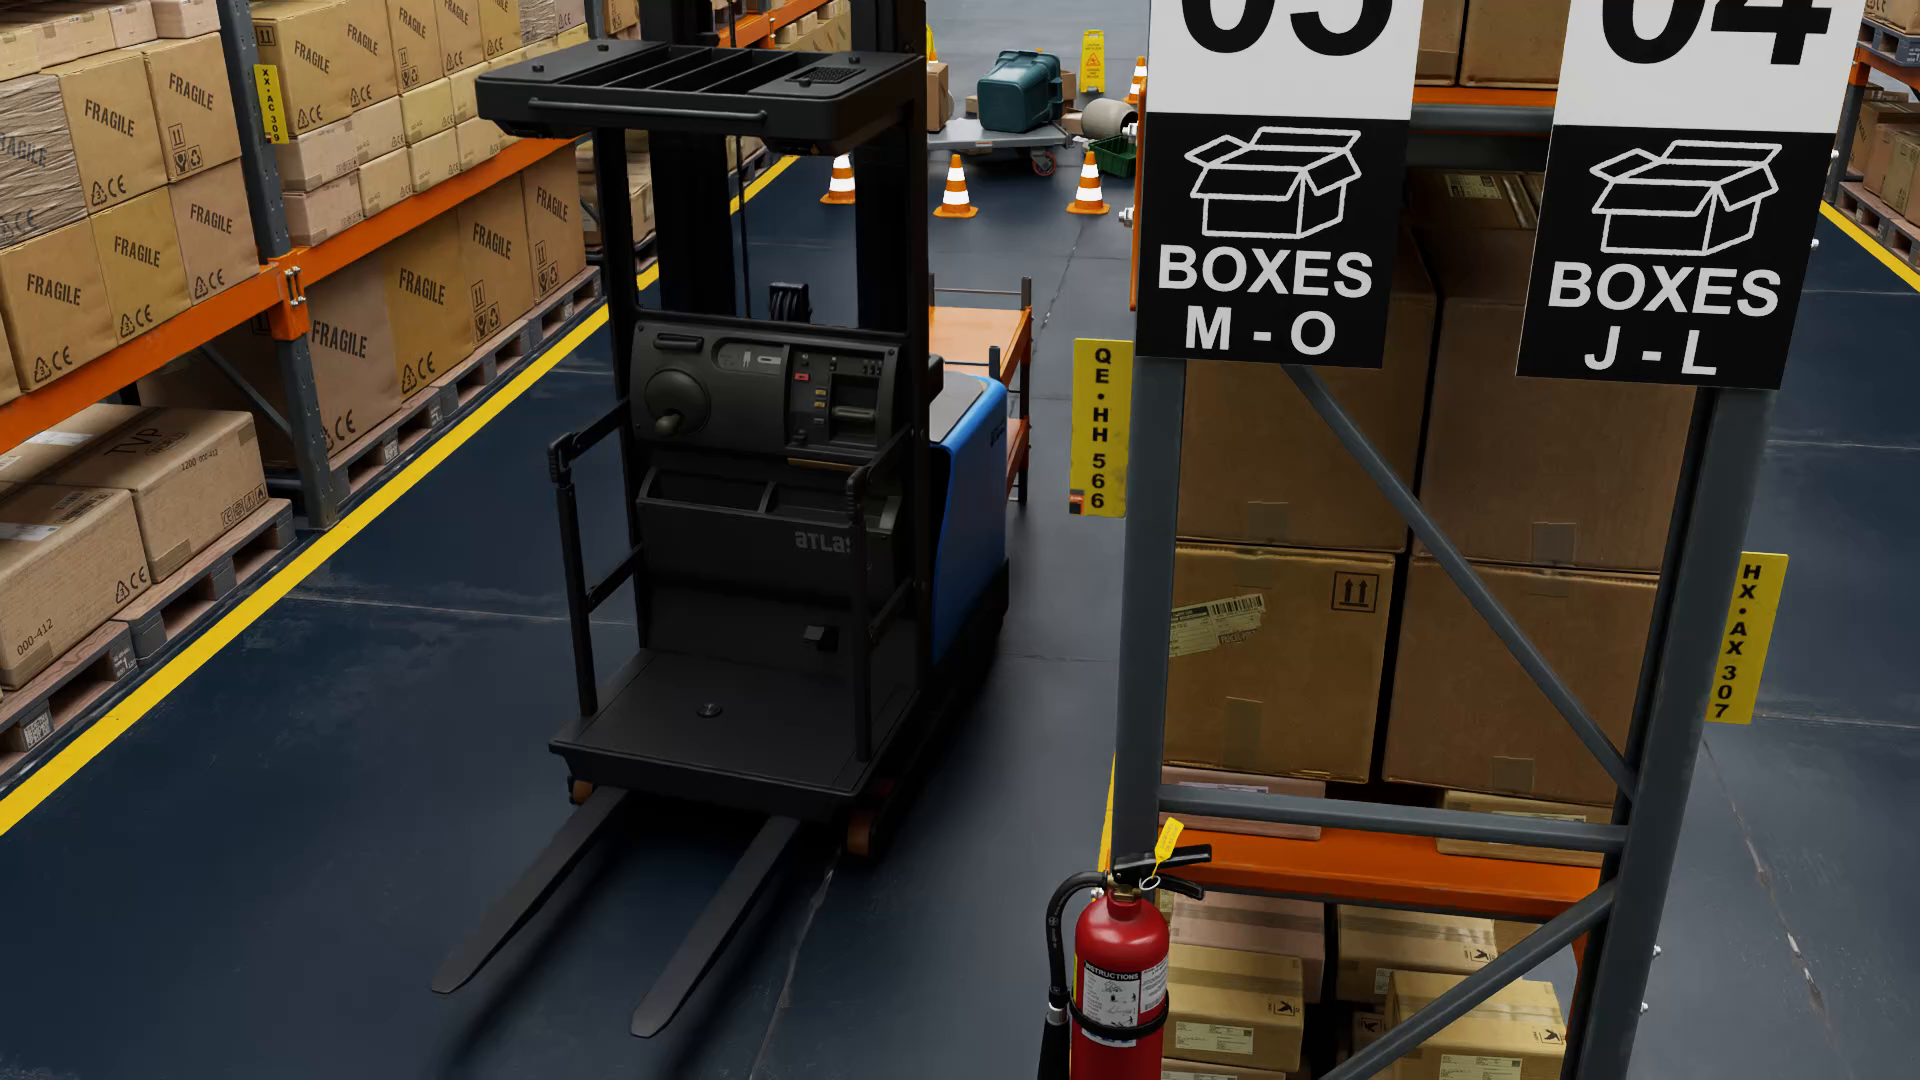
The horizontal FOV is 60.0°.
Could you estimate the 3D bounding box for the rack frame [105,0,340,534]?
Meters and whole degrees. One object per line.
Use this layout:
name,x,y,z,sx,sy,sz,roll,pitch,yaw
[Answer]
rack frame,-3.458,-1.450,7.309,1.000,3.000,0.127,4,25,9

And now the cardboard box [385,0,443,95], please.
cardboard box,-2.963,-2.536,8.333,0.500,0.500,0.500,3,25,7

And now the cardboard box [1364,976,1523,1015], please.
cardboard box,1.227,1.178,4.211,0.380,0.149,0.250,4,25,8

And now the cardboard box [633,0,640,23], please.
cardboard box,-2.425,-3.884,11.544,0.500,0.500,0.500,5,26,11

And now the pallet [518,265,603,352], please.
pallet,-3.008,-1.535,10.781,1.003,0.211,1.213,4,25,9

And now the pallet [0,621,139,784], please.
pallet,-3.857,0.637,6.139,1.003,0.211,1.213,4,25,9

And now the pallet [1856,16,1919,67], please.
pallet,7.357,-3.713,12.370,1.003,0.211,1.213,4,25,9

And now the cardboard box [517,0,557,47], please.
cardboard box,-2.707,-3.171,9.690,0.500,0.500,0.500,4,25,9

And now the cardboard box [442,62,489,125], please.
cardboard box,-2.861,-2.414,8.955,0.500,0.250,0.500,3,25,7

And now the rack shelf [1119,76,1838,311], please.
rack shelf,1.115,-1.345,4.396,1.077,0.370,4.000,4,25,9

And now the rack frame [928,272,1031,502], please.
rack frame,0.082,-0.719,7.960,0.500,1.125,0.032,4,25,9

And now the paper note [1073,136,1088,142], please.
paper note,1.166,-3.842,15.930,0.172,0.023,0.155,13,28,26

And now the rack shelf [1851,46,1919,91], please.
rack shelf,7.299,-2.947,11.356,1.077,0.370,4.000,4,25,9

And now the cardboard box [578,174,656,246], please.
cardboard box,-2.703,-2.358,11.855,0.950,0.372,0.625,2,25,5

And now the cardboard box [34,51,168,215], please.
cardboard box,-3.354,-1.520,6.161,0.500,0.500,0.500,4,25,8

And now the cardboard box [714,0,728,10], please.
cardboard box,-2.068,-4.312,13.224,0.380,0.149,0.250,4,25,9

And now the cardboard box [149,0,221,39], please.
cardboard box,-3.195,-2.091,6.616,0.380,0.149,0.250,4,25,7

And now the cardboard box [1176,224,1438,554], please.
cardboard box,0.617,-0.318,3.242,0.500,0.500,0.500,4,25,7

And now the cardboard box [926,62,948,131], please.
cardboard box,-0.390,-3.896,14.590,0.500,0.500,0.500,4,25,9

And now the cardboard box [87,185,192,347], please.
cardboard box,-3.361,-1.068,6.375,0.500,0.500,0.500,3,25,7

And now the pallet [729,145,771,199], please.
pallet,-2.277,-3.207,14.353,1.003,0.211,1.213,4,25,9

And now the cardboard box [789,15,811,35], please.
cardboard box,-1.626,-4.865,15.704,0.380,0.149,0.250,5,26,11

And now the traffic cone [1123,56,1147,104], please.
traffic cone,1.915,-4.895,17.662,0.336,0.463,0.334,4,25,9

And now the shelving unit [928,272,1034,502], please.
shelving unit,-0.001,-0.507,7.506,0.538,1.125,1.048,4,25,9

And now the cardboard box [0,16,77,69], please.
cardboard box,-3.419,-1.777,5.946,0.380,0.149,0.250,4,25,8

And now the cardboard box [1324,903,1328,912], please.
cardboard box,1.283,0.996,4.952,0.380,0.149,0.250,4,25,9

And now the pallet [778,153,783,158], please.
pallet,-2.076,-3.816,15.654,1.003,0.211,1.213,4,25,9

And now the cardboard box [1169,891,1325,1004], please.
cardboard box,0.722,1.015,4.208,0.380,0.149,0.250,5,25,10

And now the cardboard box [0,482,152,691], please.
cardboard box,-3.813,0.150,6.418,0.875,0.438,0.875,3,25,7

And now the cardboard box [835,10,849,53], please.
cardboard box,-1.453,-5.182,17.145,0.500,0.500,0.500,5,26,10

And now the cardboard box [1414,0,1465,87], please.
cardboard box,0.601,-0.975,2.934,0.500,0.250,0.500,3,25,7

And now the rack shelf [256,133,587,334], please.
rack shelf,-3.132,-1.960,9.249,1.077,0.370,4.000,4,25,9

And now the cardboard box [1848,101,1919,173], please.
cardboard box,7.731,-3.332,13.783,0.500,0.500,0.500,3,25,7

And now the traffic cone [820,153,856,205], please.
traffic cone,-0.972,-3.031,13.680,0.336,0.463,0.334,4,25,9

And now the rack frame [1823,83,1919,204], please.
rack frame,7.626,-4.109,12.990,1.000,3.000,0.127,4,25,9

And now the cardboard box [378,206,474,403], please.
cardboard box,-3.296,-1.321,9.045,0.875,0.875,0.875,5,26,10

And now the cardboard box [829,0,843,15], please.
cardboard box,-1.409,-5.431,16.912,0.380,0.149,0.250,4,25,9

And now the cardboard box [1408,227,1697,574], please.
cardboard box,1.123,-0.278,3.158,0.500,0.500,0.500,4,25,8

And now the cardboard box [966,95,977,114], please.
cardboard box,0.281,-4.490,17.166,0.380,0.149,0.250,19,31,35

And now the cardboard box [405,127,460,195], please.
cardboard box,-2.944,-1.977,8.613,0.500,0.250,0.500,4,25,8

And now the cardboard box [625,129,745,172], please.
cardboard box,-2.348,-3.275,13.813,0.950,0.372,0.625,6,26,12

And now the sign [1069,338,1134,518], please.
sign,0.244,-0.191,2.880,0.100,0.325,0.005,4,25,9

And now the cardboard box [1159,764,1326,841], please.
cardboard box,0.562,0.482,3.479,0.380,0.149,0.250,4,25,9

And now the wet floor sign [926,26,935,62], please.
wet floor sign,-0.411,-5.408,18.542,0.267,0.644,0.232,13,28,26

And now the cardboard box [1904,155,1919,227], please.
cardboard box,7.317,-2.489,11.958,0.700,0.500,0.500,2,25,4

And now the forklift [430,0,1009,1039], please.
forklift,-0.709,-0.462,5.279,1.130,2.935,3.031,7,26,15

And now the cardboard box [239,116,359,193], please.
cardboard box,-3.108,-1.773,7.586,0.500,0.250,0.500,3,25,7

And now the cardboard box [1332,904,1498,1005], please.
cardboard box,1.135,1.036,4.164,0.380,0.149,0.250,4,25,9

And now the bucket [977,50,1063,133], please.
bucket,0.497,-3.918,14.649,0.726,0.611,0.620,13,38,26

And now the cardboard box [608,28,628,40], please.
cardboard box,-2.489,-3.438,11.358,0.380,0.149,0.250,2,25,5

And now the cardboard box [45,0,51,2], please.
cardboard box,-3.766,-2.128,6.695,0.380,0.149,0.250,4,25,8

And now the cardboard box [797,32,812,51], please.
cardboard box,-1.712,-4.533,15.759,0.500,0.500,0.500,5,26,11

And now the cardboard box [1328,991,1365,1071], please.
cardboard box,1.151,1.313,4.275,0.380,0.149,0.250,4,25,8

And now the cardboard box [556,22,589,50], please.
cardboard box,-2.633,-3.061,10.339,0.500,0.250,0.500,4,25,8

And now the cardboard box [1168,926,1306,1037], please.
cardboard box,0.688,1.144,4.284,0.380,0.149,0.250,3,25,7

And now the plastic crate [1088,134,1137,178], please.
plastic crate,1.485,-3.411,14.748,0.450,0.188,0.662,29,36,30
